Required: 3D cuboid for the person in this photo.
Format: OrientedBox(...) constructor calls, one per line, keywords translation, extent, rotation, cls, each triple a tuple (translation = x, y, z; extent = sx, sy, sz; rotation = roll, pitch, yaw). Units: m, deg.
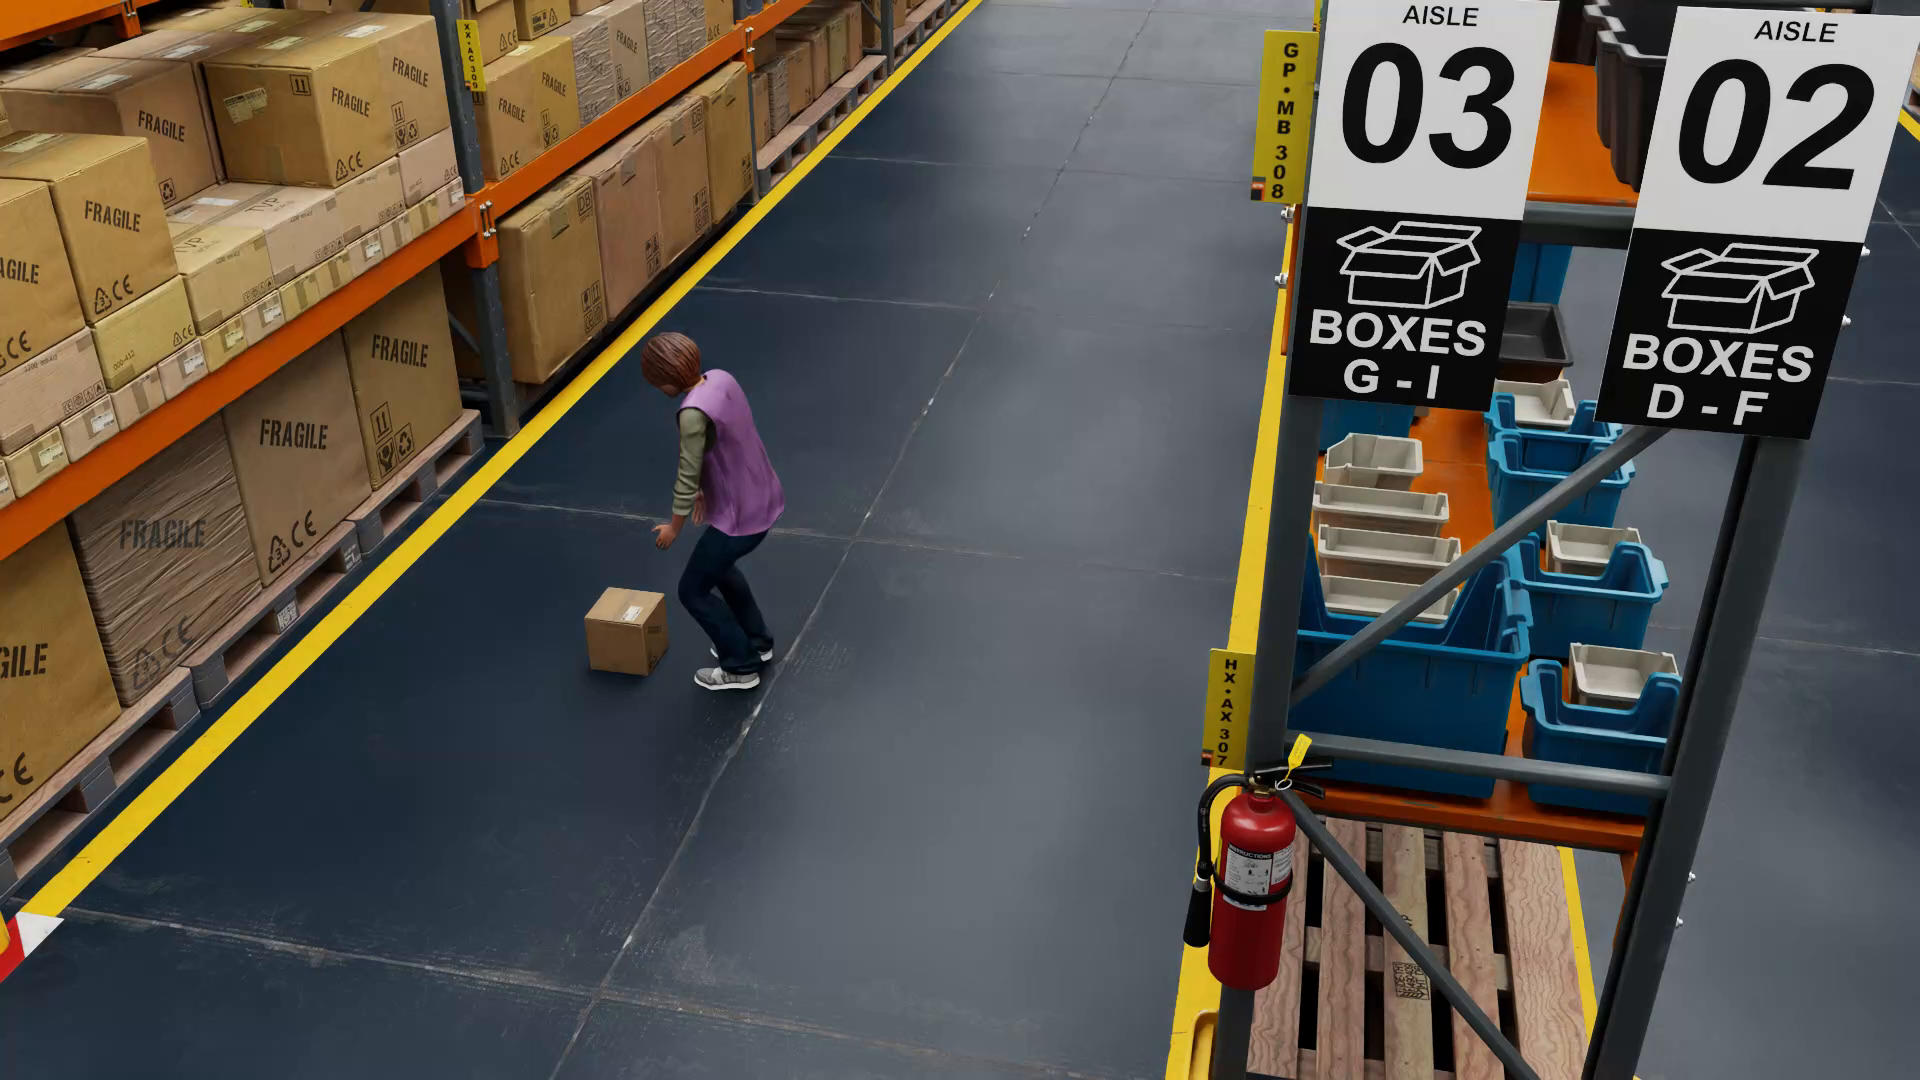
OrientedBox(translation=(-0.937, -0.086, 6.436), extent=(0.497, 1.466, 0.447), rotation=(7, 30, 12), cls="person")
